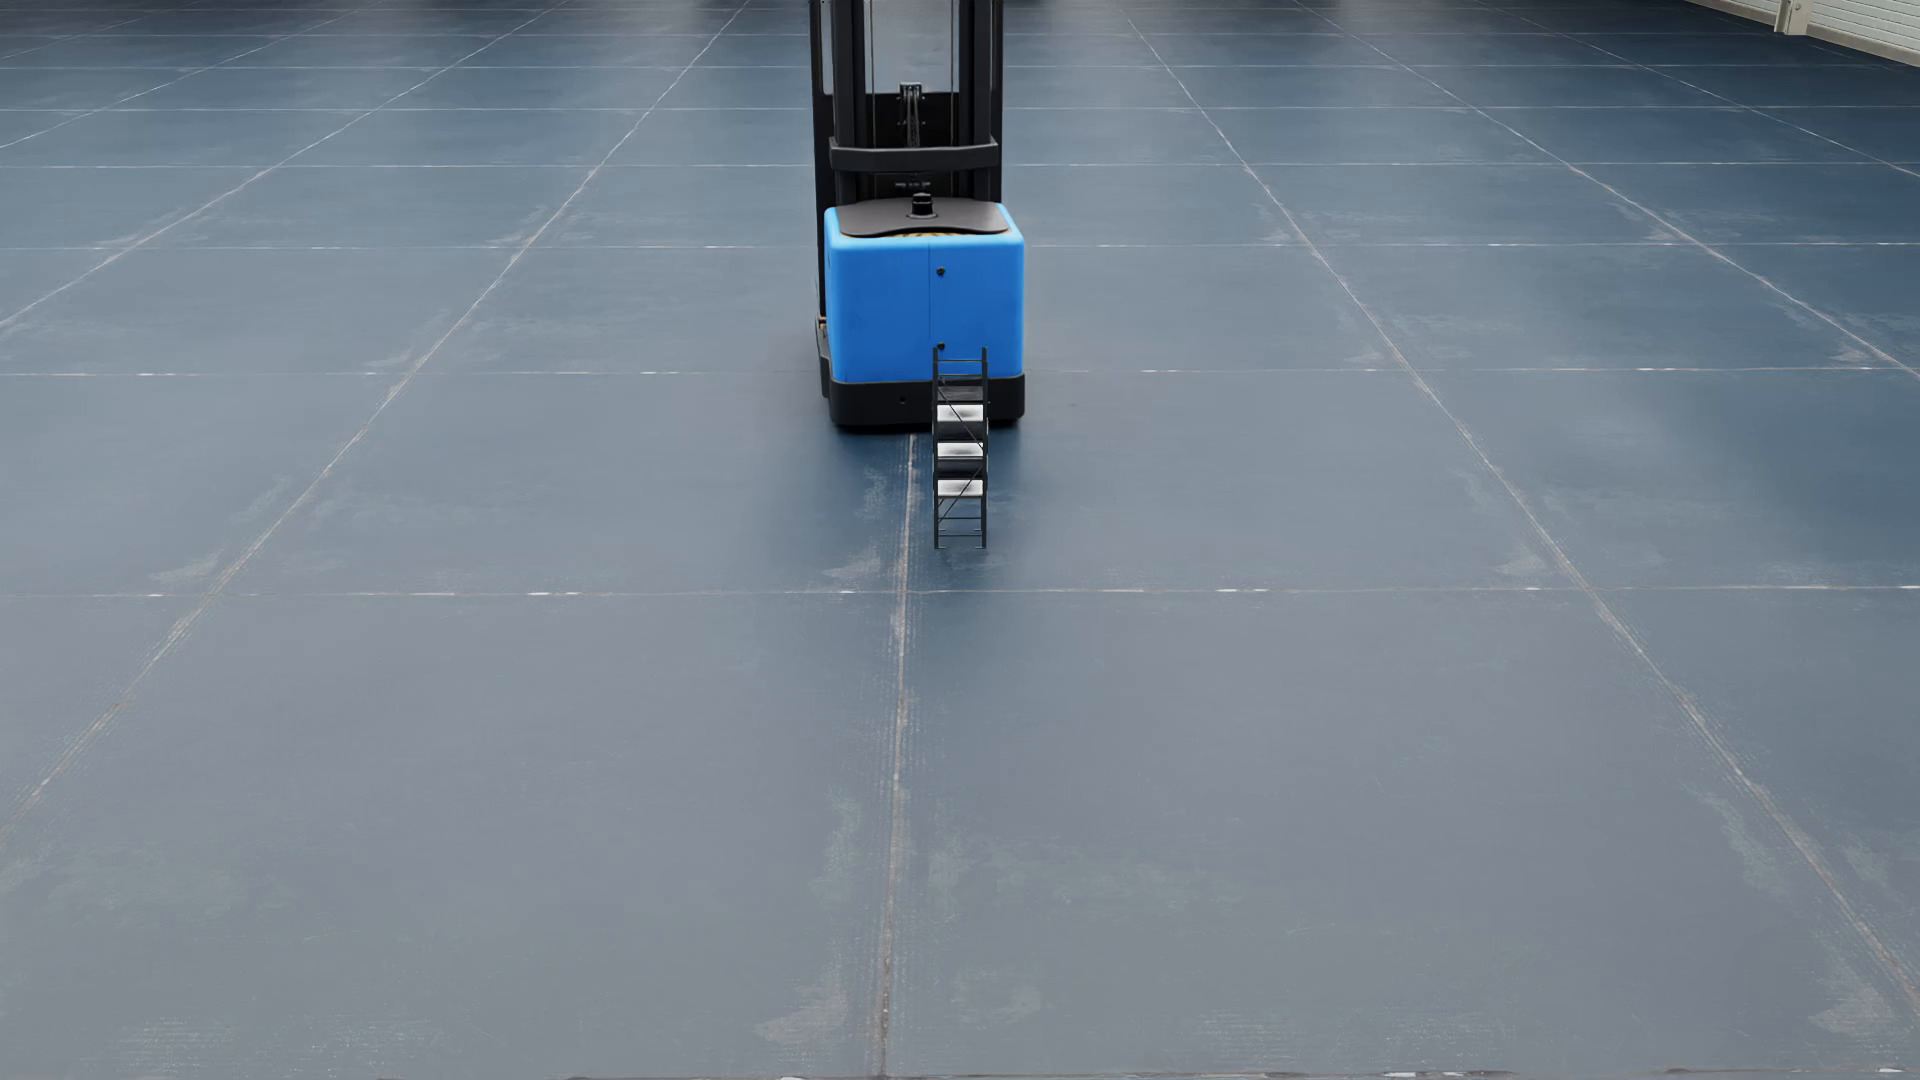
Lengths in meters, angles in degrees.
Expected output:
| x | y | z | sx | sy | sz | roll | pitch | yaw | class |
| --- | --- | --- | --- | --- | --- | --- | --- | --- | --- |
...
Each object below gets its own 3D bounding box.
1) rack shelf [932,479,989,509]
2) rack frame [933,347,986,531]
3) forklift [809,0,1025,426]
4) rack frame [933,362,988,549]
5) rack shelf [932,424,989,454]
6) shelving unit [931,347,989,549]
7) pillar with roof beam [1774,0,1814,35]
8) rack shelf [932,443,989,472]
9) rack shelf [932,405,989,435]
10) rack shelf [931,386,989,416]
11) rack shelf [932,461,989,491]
| x | y | z | sx | sy | sz | roll | pitch | yaw | class |
| --- | --- | --- | --- | --- | --- | --- | --- | --- | --- |
| 0.000 | -0.219 | 7.660 | 0.258 | 0.077 | 0.200 | 0 | 24 | -1 | rack shelf |
| -0.001 | -0.455 | 7.665 | 0.240 | 0.900 | 0.006 | 0 | 24 | -1 | rack frame |
| -0.329 | -2.522 | 9.769 | 1.130 | 2.935 | 3.031 | -3 | 24 | -6 | forklift |
| 0.001 | -0.371 | 7.479 | 0.240 | 0.900 | 0.006 | 0 | 24 | -1 | rack frame |
| 0.000 | -0.465 | 7.549 | 0.258 | 0.077 | 0.200 | 0 | 24 | -1 | rack shelf |
| 0.000 | -0.413 | 7.572 | 0.258 | 0.900 | 0.210 | 0 | 24 | -1 | shelving unit |
| 7.571 | -11.328 | 21.876 | 9.100 | 9.000 | 0.400 | 0 | 24 | -1 | pillar with roof beam |
| 0.000 | -0.383 | 7.586 | 0.258 | 0.077 | 0.200 | 0 | 24 | -1 | rack shelf |
| 0.000 | -0.547 | 7.512 | 0.258 | 0.077 | 0.200 | 0 | 24 | -1 | rack shelf |
| 0.000 | -0.629 | 7.474 | 0.258 | 0.077 | 0.200 | 0 | 24 | -1 | rack shelf |
| 0.000 | -0.301 | 7.623 | 0.258 | 0.077 | 0.200 | 0 | 24 | -1 | rack shelf |
